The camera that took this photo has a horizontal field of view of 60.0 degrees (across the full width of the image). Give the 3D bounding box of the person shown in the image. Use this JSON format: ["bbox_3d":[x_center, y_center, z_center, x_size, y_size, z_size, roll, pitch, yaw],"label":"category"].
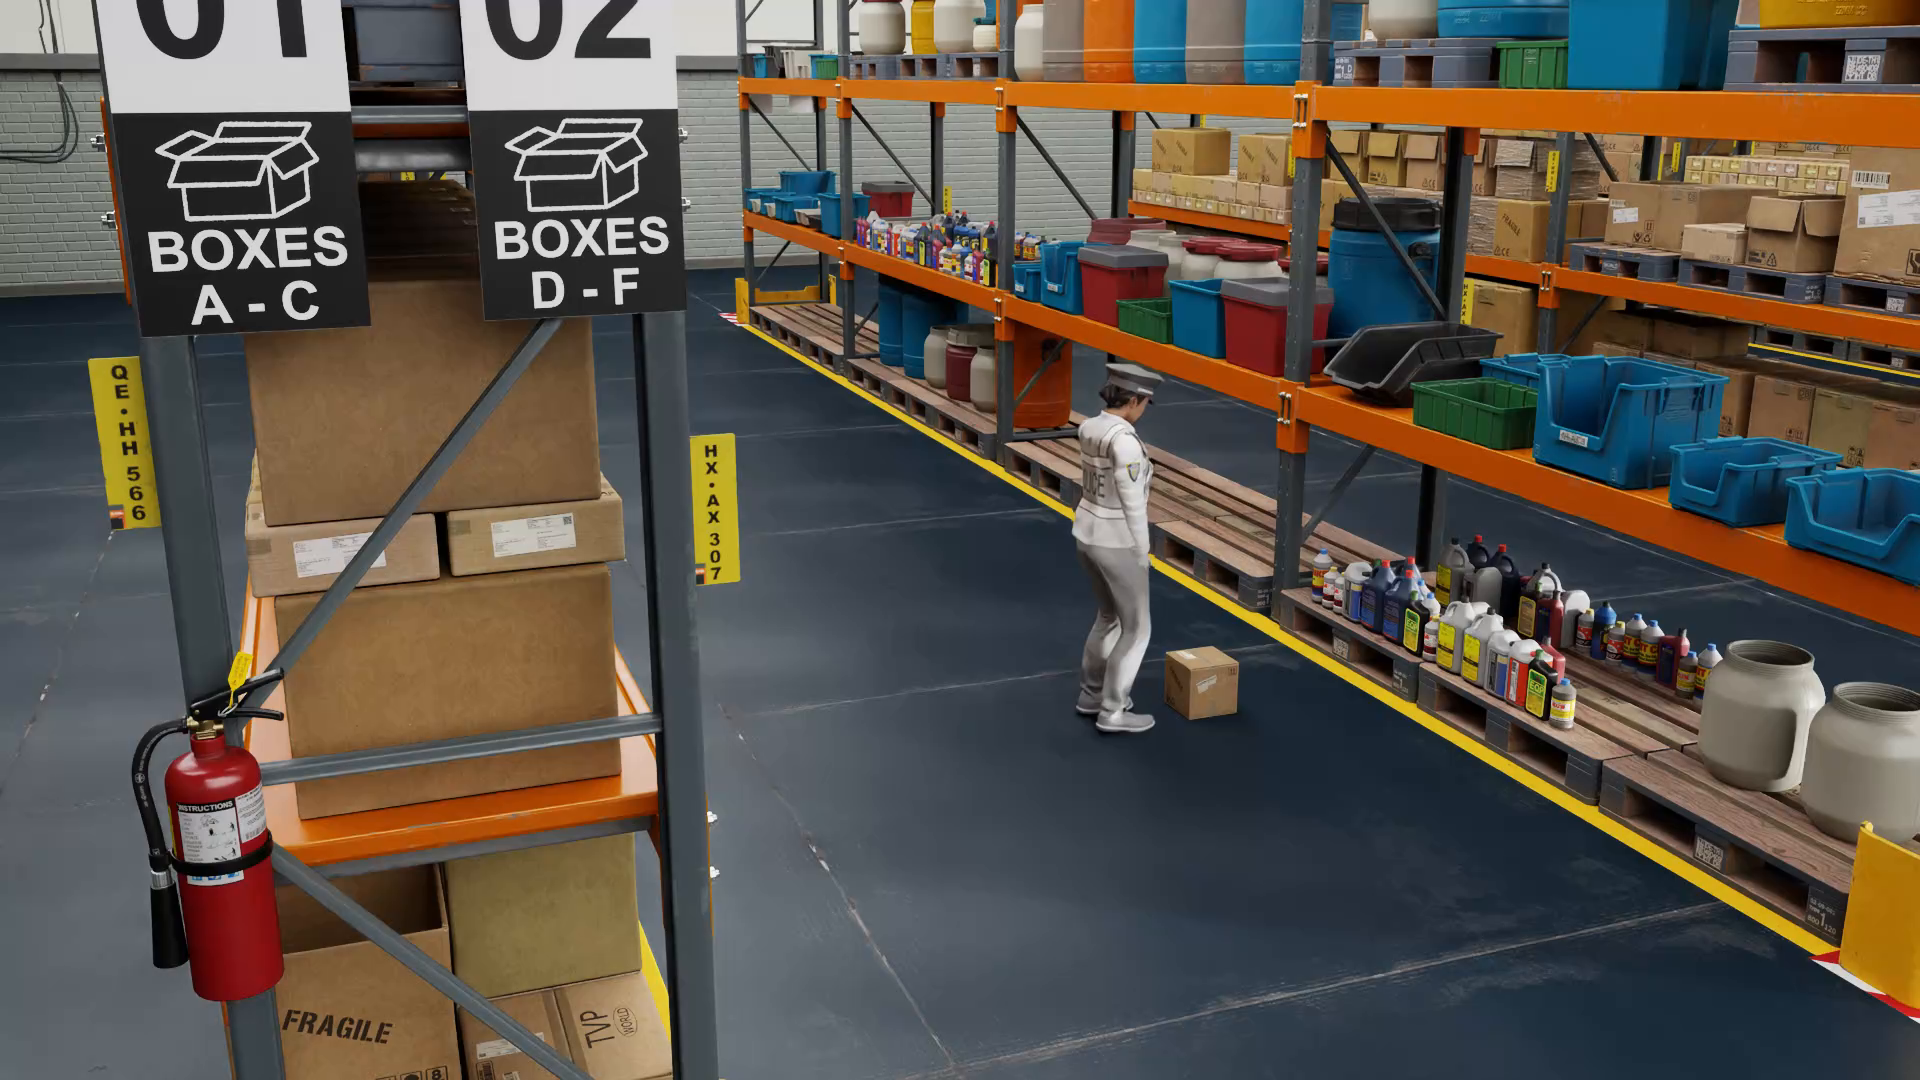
[{"bbox_3d":[0.697,0.032,7.461,0.381,1.652,0.485,-6,17,-19],"label":"person"}]
